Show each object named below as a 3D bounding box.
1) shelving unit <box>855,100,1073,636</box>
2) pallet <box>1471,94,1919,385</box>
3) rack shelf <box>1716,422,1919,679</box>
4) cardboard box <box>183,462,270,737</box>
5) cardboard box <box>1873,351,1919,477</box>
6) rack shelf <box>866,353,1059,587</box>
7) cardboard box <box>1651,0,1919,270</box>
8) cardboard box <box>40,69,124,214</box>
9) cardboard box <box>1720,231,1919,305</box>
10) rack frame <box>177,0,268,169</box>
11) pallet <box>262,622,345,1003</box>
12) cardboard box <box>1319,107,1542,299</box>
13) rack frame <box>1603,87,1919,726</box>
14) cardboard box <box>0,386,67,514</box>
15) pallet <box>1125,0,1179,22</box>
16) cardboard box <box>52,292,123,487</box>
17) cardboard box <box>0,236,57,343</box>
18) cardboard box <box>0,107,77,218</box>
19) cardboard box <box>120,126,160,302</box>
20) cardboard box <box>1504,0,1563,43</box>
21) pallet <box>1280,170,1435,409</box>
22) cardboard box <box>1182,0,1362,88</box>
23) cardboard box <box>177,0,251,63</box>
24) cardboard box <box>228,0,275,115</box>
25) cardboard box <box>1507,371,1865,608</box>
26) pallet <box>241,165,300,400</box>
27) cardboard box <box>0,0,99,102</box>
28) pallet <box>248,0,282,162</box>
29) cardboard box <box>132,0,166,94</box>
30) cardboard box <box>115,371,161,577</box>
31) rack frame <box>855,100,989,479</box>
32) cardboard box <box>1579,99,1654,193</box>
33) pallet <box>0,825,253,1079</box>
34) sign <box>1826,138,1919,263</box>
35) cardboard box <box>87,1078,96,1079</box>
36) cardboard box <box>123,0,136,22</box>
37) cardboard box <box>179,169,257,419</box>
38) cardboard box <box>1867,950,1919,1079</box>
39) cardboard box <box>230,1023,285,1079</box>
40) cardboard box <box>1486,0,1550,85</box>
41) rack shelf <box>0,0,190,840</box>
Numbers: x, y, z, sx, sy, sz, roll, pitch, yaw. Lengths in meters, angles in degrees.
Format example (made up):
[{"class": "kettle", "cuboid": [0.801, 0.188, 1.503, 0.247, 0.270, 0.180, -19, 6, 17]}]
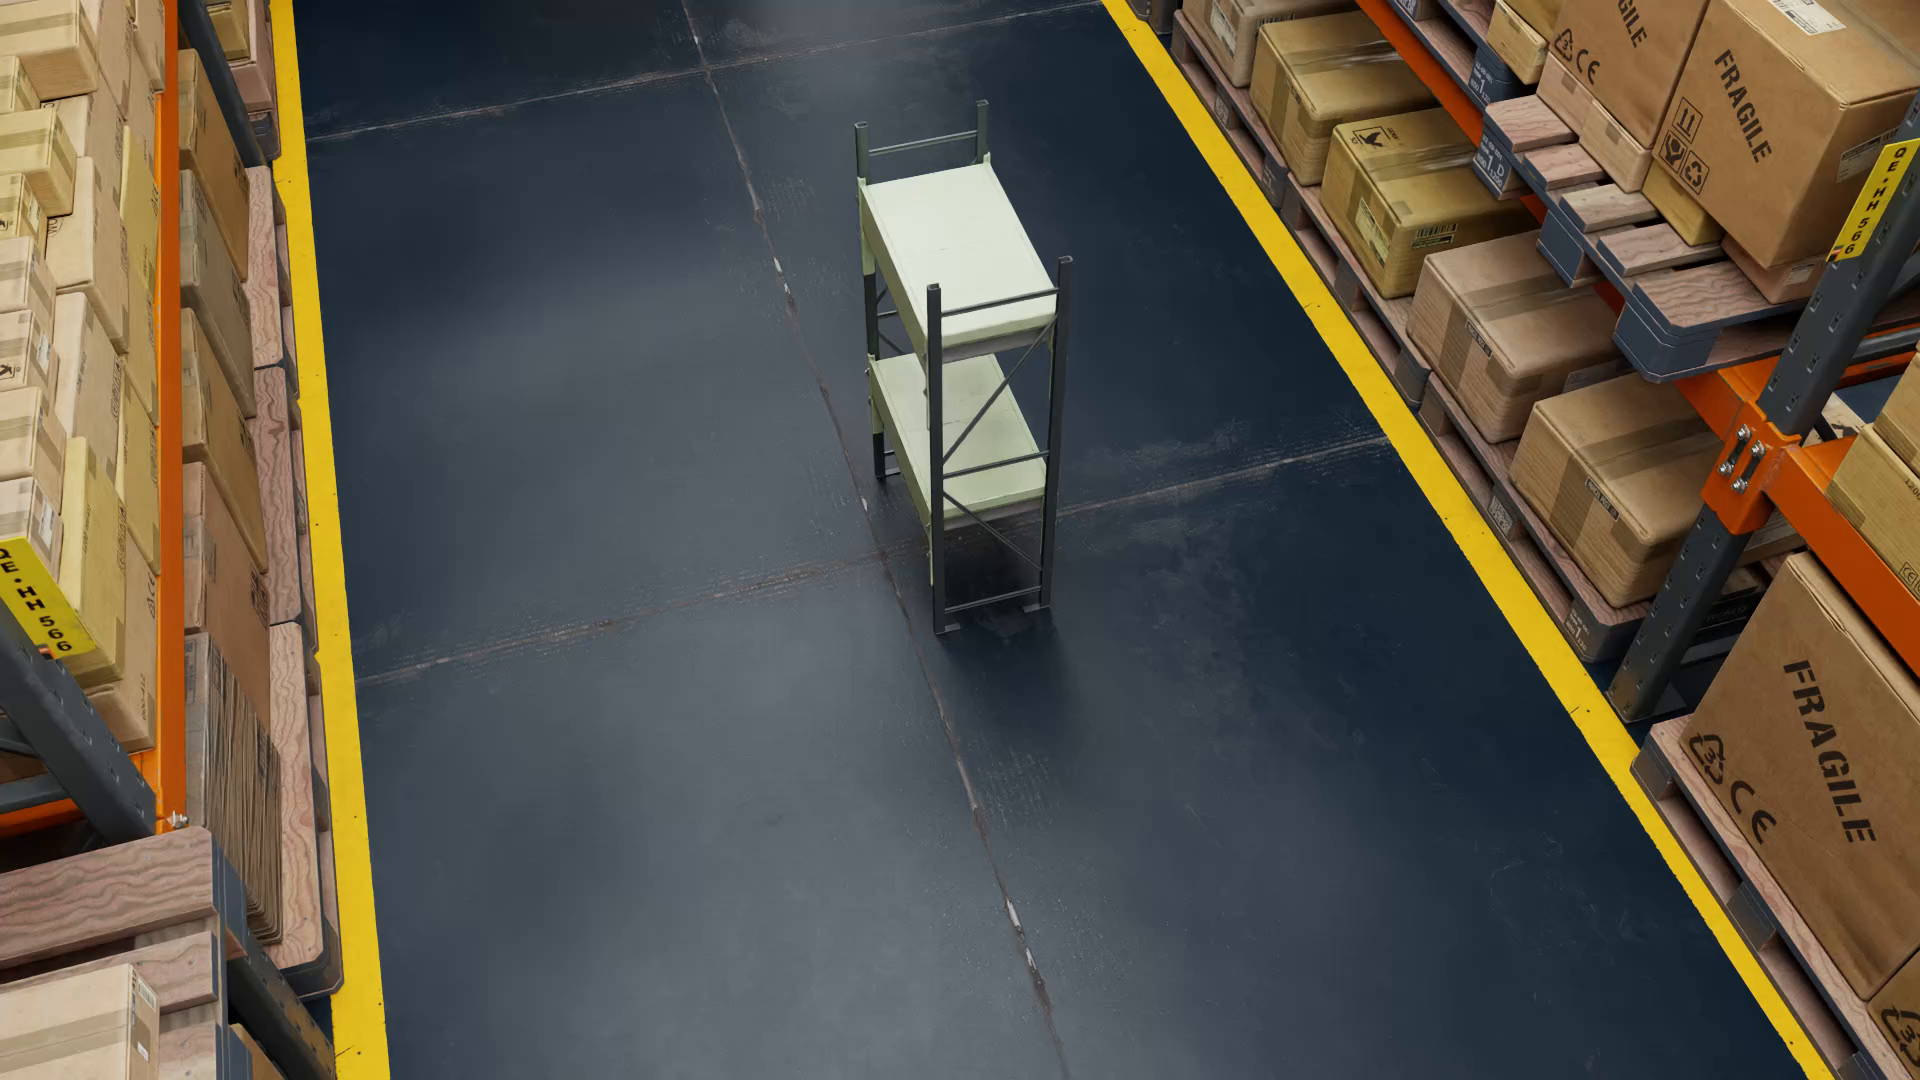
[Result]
[{"class": "shelving unit", "cuboid": [-0.002, -0.488, 5.181, 0.431, 1.500, 0.755, -13, 51, -11]}, {"class": "pallet", "cuboid": [2.247, -0.972, 4.733, 1.213, 0.211, 1.003, -13, 51, -11]}, {"class": "rack shelf", "cuboid": [3.151, 1.155, 3.285, 1.077, 0.370, 4.000, -13, 51, -11]}, {"class": "cardboard box", "cuboid": [-2.553, 0.283, 4.828, 0.875, 0.625, 0.625, -12, 51, -10]}, {"class": "cardboard box", "cuboid": [2.474, -0.225, 3.749, 0.500, 0.250, 0.500, -14, 51, -11]}, {"class": "rack shelf", "cuboid": [-0.002, -0.278, 5.430, 0.431, 0.370, 0.720, -13, 51, -11]}, {"class": "cardboard box", "cuboid": [2.160, -1.070, 4.156, 0.500, 0.500, 0.500, -15, 51, -12]}, {"class": "cardboard box", "cuboid": [-2.538, -1.025, 4.423, 0.500, 0.250, 0.500, -13, 51, -10]}, {"class": "cardboard box", "cuboid": [2.238, -0.779, 4.334, 0.380, 0.149, 0.250, -12, 51, -10]}, {"class": "rack frame", "cuboid": [-3.364, -2.334, 5.756, 1.000, 3.000, 0.127, -13, 51, -11]}, {"class": "pallet", "cuboid": [-2.387, 0.876, 4.874, 1.003, 0.211, 1.213, -13, 51, -11]}, {"class": "cardboard box", "cuboid": [1.957, -1.333, 6.356, 0.950, 0.372, 0.625, -12, 51, -10]}, {"class": "rack frame", "cuboid": [2.560, -0.538, 4.242, 1.000, 3.000, 0.127, -13, 51, -11]}, {"class": "cardboard box", "cuboid": [-2.074, -0.148, 3.423, 0.380, 0.149, 0.250, -12, 51, -10]}, {"class": "pallet", "cuboid": [1.144, -3.043, 8.177, 1.003, 0.211, 1.213, -13, 51, -11]}, {"class": "cardboard box", "cuboid": [-2.226, -0.271, 3.788, 0.500, 0.250, 0.500, -12, 51, -10]}, {"class": "cardboard box", "cuboid": [-2.264, -0.518, 3.735, 0.380, 0.149, 0.250, -13, 51, -11]}, {"class": "cardboard box", "cuboid": [-2.386, -0.894, 4.052, 0.380, 0.149, 0.250, -12, 51, -10]}, {"class": "cardboard box", "cuboid": [-2.533, -0.866, 4.616, 0.500, 0.250, 0.500, -12, 51, -10]}, {"class": "cardboard box", "cuboid": [1.846, -1.814, 4.783, 0.500, 0.500, 0.500, -16, 52, -13]}, {"class": "pallet", "cuboid": [1.973, -1.100, 6.539, 1.003, 0.211, 1.213, -13, 51, -11]}, {"class": "cardboard box", "cuboid": [1.534, -2.365, 7.226, 0.950, 0.372, 0.625, -13, 51, -11]}, {"class": "cardboard box", "cuboid": [-3.212, -2.168, 6.812, 0.500, 0.250, 0.500, -14, 51, -11]}, {"class": "cardboard box", "cuboid": [-3.191, -2.012, 7.008, 0.500, 0.250, 0.500, -13, 51, -11]}, {"class": "cardboard box", "cuboid": [2.402, -0.241, 5.435, 0.950, 0.372, 0.625, -16, 52, -13]}, {"class": "pallet", "cuboid": [-3.109, -0.906, 6.376, 1.003, 0.211, 1.213, -13, 51, -11]}, {"class": "cardboard box", "cuboid": [-2.492, -1.274, 4.372, 0.380, 0.149, 0.250, -15, 51, -12]}, {"class": "pallet", "cuboid": [-3.559, -2.026, 7.320, 1.003, 0.211, 1.213, -13, 51, -11]}, {"class": "cardboard box", "cuboid": [-2.811, -1.611, 5.244, 0.500, 0.250, 0.500, -14, 51, -11]}, {"class": "cardboard box", "cuboid": [-2.223, -0.112, 3.981, 0.500, 0.250, 0.500, -14, 51, -12]}, {"class": "rack frame", "cuboid": [-0.110, -0.756, 5.406, 0.400, 1.500, 0.023, -13, 51, -11]}, {"class": "cardboard box", "cuboid": [1.972, -1.132, 4.632, 0.380, 0.149, 0.250, -14, 51, -11]}, {"class": "pallet", "cuboid": [-1.913, 1.128, 2.963, 1.213, 0.211, 1.003, -13, 51, -11]}, {"class": "sign", "cuboid": [2.044, -0.756, 3.720, 0.100, 0.325, 0.005, -13, 51, -11]}, {"class": "cardboard box", "cuboid": [-1.560, 1.197, 2.602, 0.500, 0.250, 0.500, -15, 52, -13]}, {"class": "cardboard box", "cuboid": [-2.815, -1.772, 5.053, 0.500, 0.250, 0.500, -15, 51, -12]}, {"class": "cardboard box", "cuboid": [-2.977, -0.757, 5.705, 0.875, 0.625, 0.625, -14, 51, -11]}, {"class": "cardboard box", "cuboid": [2.944, 1.187, 3.902, 0.875, 0.875, 0.875, -13, 51, -11]}, {"class": "cardboard box", "cuboid": [-1.851, 1.518, 3.869, 0.500, 0.500, 0.500, -12, 51, -10]}, {"class": "cardboard box", "cuboid": [1.811, -1.515, 4.955, 0.380, 0.149, 0.250, -13, 51, -10]}, {"class": "rack shelf", "cuboid": [-2.772, -0.642, 4.800, 1.077, 0.370, 4.000, -13, 51, -11]}]
